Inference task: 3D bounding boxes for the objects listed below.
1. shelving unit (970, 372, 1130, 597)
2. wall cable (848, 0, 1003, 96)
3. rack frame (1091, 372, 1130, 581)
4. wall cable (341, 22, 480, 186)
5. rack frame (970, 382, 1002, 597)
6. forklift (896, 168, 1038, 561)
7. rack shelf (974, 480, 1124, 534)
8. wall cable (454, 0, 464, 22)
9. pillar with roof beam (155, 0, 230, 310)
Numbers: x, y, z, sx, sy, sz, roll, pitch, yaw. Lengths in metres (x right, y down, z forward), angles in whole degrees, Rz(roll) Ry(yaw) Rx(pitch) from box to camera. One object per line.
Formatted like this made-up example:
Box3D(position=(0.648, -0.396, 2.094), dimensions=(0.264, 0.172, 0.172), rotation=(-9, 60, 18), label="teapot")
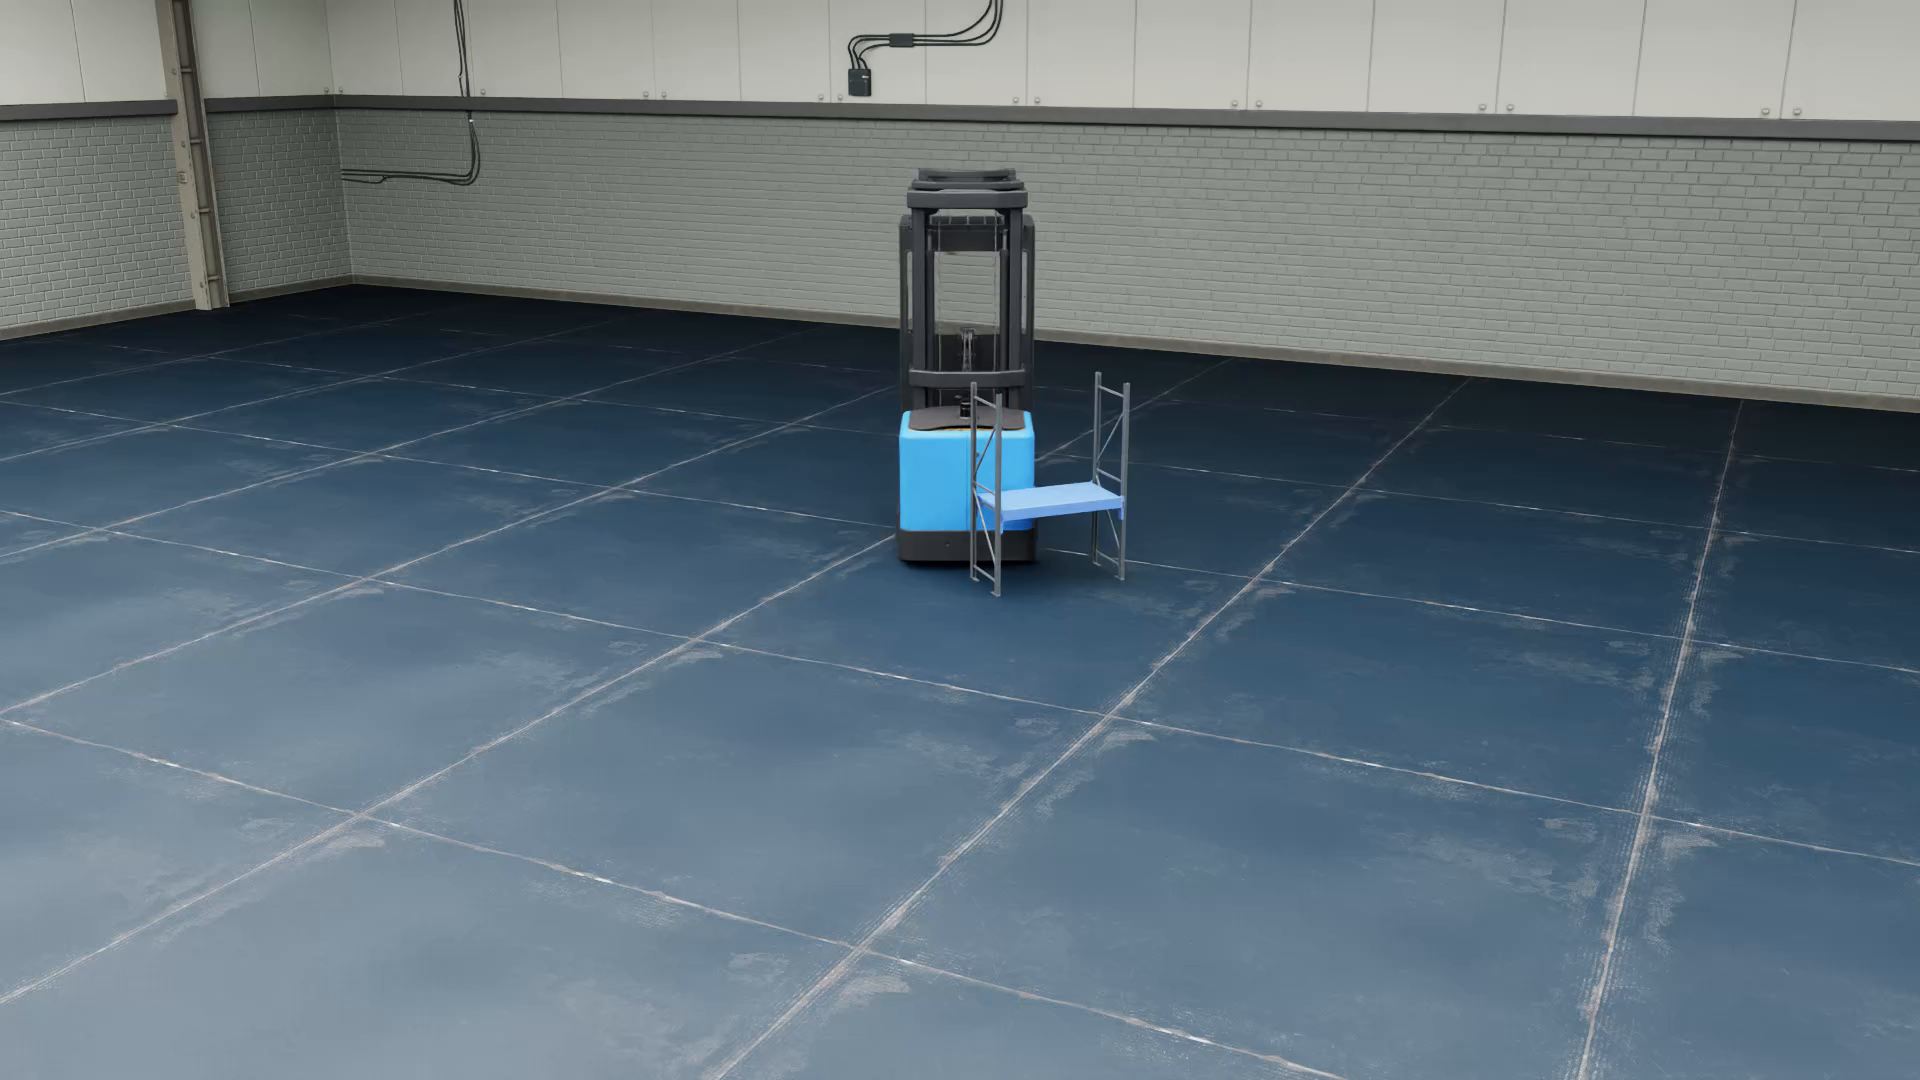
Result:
Box3D(position=(0.656, -0.424, 12.318), dimensions=(1.048, 1.500, 0.538), rotation=(-7, 18, -22), label="shelving unit")
Box3D(position=(-0.494, -8.882, 21.652), dimensions=(2.305, 6.003, 0.169), rotation=(8, 18, 25), label="wall cable")
Box3D(position=(1.126, -0.480, 12.505), dimensions=(0.032, 1.500, 0.500), rotation=(-7, 18, -22), label="rack frame")
Box3D(position=(-8.980, -6.976, 26.658), dimensions=(3.097, 2.526, 0.112), rotation=(8, 18, 25), label="wall cable")
Box3D(position=(0.187, -0.369, 12.132), dimensions=(0.032, 1.500, 0.500), rotation=(-7, 18, -22), label="rack frame")
Box3D(position=(0.058, -1.607, 13.788), dimensions=(1.130, 2.935, 3.031), rotation=(0, 17, 0), label="forklift")
Box3D(position=(0.656, -0.252, 12.370), dimensions=(1.000, 0.185, 0.538), rotation=(-7, 18, -22), label="rack shelf")
Box3D(position=(-6.560, -9.052, 24.781), dimensions=(3.097, 2.526, 0.112), rotation=(8, 18, 25), label="wall cable")
Box3D(position=(-7.628, -7.334, 22.412), dimensions=(9.100, 9.000, 0.400), rotation=(8, 18, 25), label="pillar with roof beam")
